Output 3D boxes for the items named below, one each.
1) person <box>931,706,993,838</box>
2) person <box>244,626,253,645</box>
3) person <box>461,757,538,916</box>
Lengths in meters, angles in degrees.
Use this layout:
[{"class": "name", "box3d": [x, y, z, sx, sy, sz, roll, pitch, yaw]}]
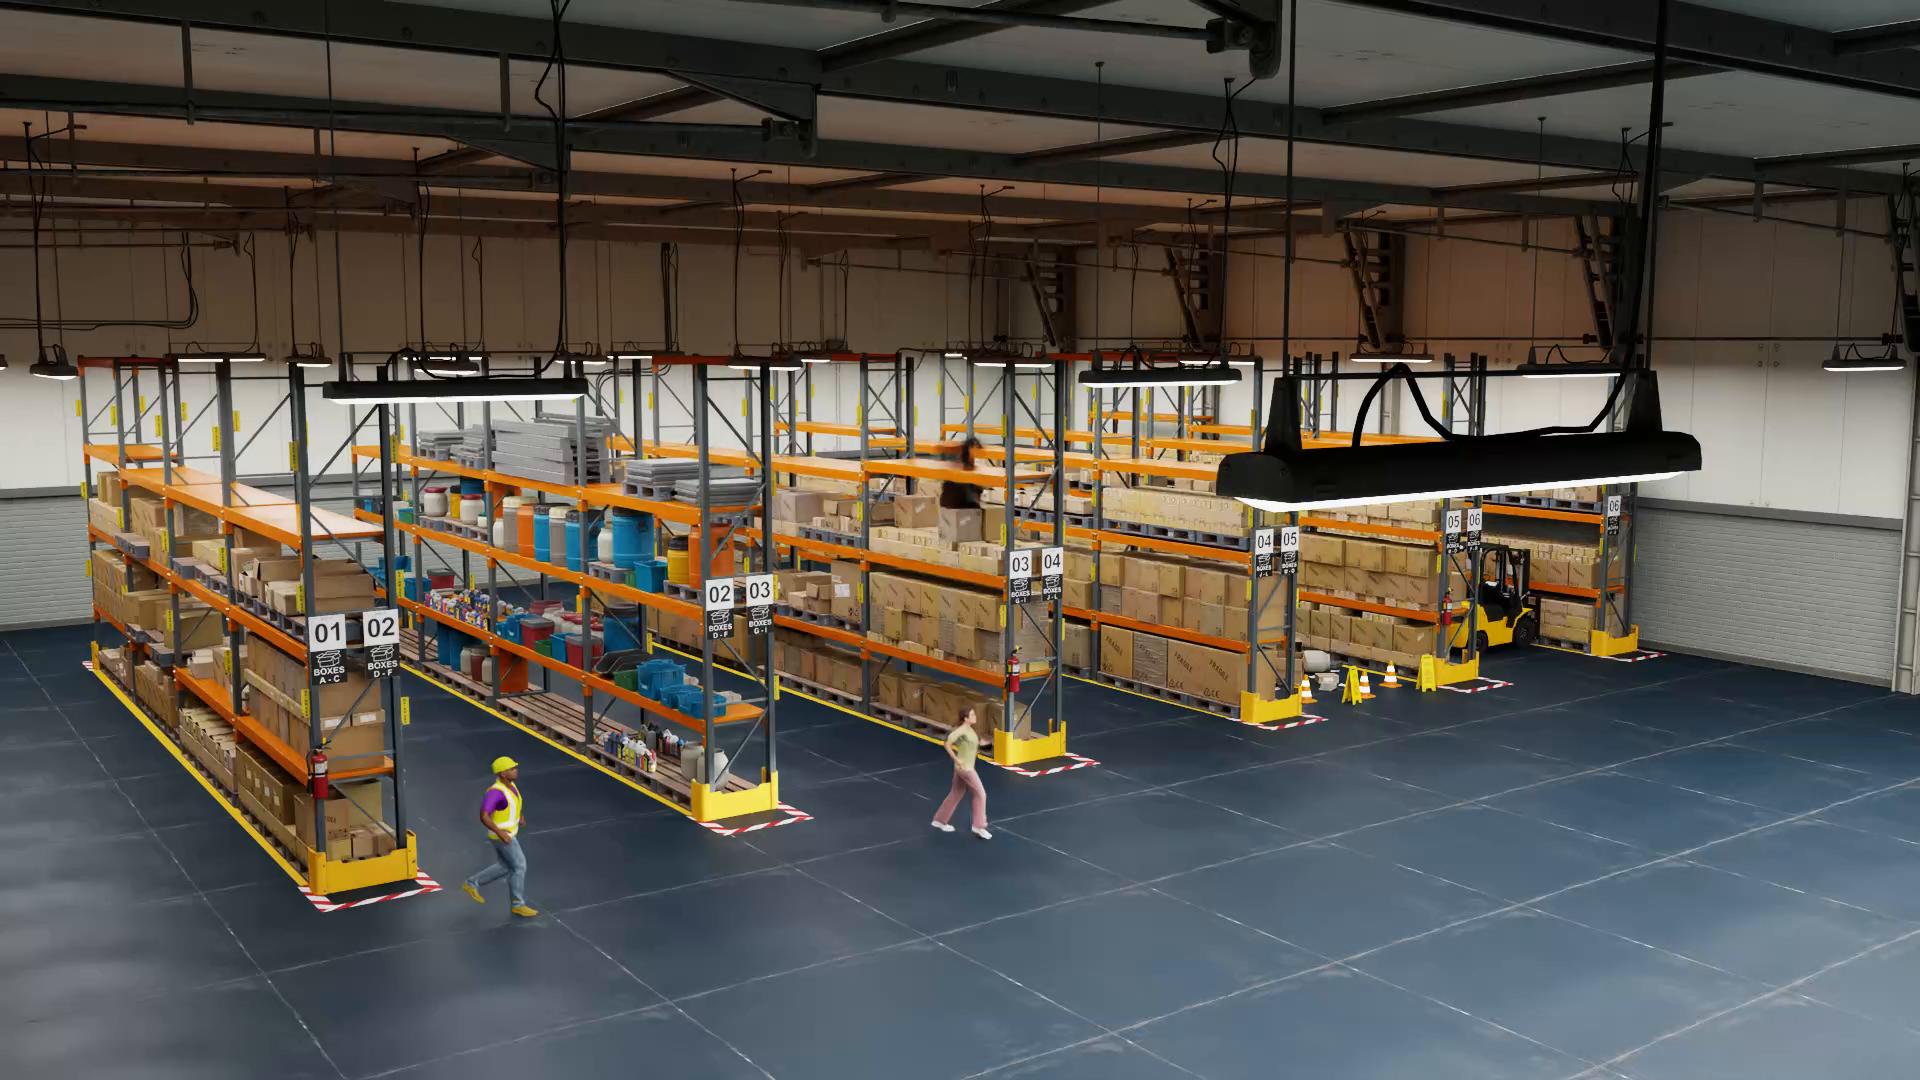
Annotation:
[{"class": "person", "box3d": [0.026, 2.950, 21.172, 0.793, 1.725, 0.549, 0, 7, -1]}, {"class": "person", "box3d": [-13.791, 1.605, 32.143, 0.659, 1.804, 0.772, -6, 9, -41]}, {"class": "person", "box3d": [-5.083, 3.249, 18.305, 0.828, 1.771, 0.716, -1, 7, -6]}]
